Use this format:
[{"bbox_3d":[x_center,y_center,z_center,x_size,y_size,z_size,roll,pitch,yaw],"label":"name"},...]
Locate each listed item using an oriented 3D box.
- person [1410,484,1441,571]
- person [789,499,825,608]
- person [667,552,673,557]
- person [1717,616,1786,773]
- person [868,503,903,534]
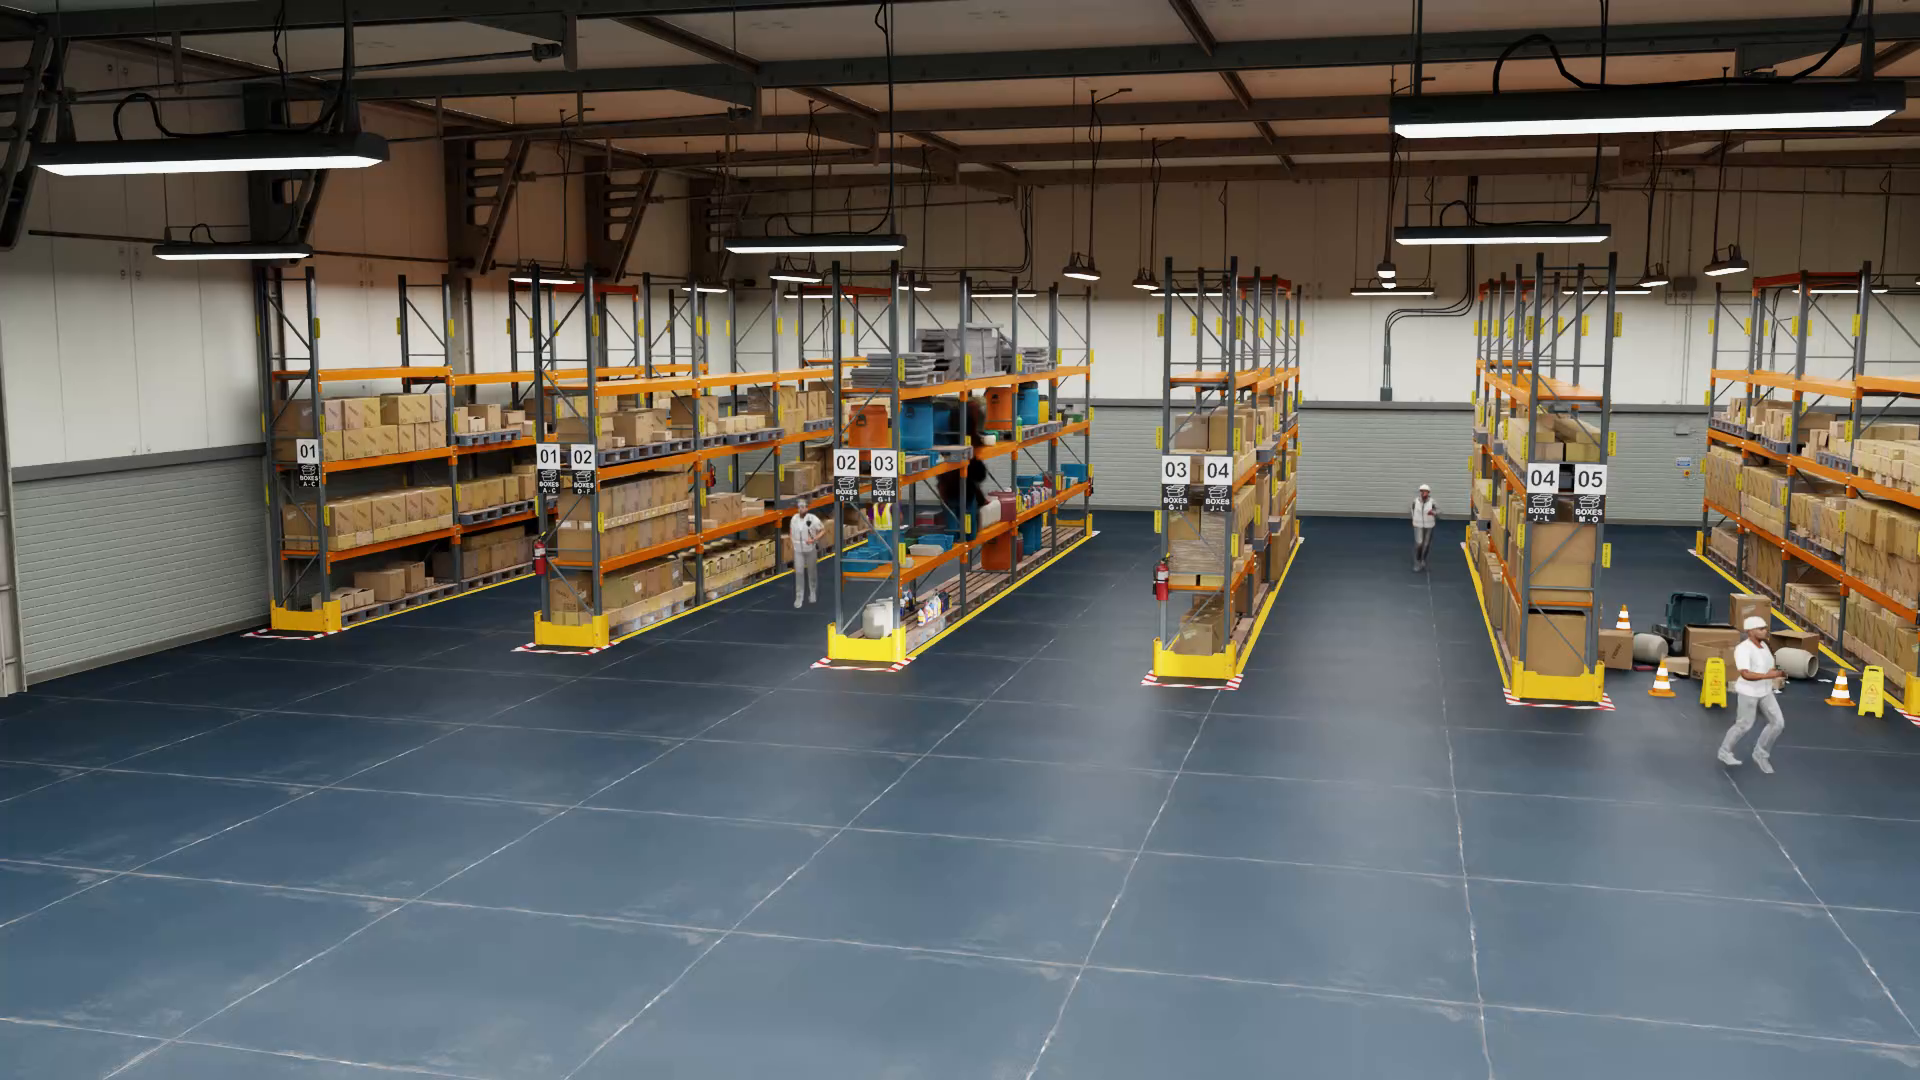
[{"bbox_3d":[9.678,-0.246,34.633,0.625,1.838,0.763,2,8,16],"label":"person"},{"bbox_3d":[-2.650,0.202,28.777,0.675,1.869,0.730,1,7,11],"label":"person"},{"bbox_3d":[-6.072,-0.206,34.520,0.655,1.674,0.598,1,7,7],"label":"person"},{"bbox_3d":[8.994,1.760,18.797,0.684,1.816,0.731,-5,9,-32],"label":"person"},{"bbox_3d":[-1.548,-0.155,34.038,0.722,1.729,0.649,2,8,16],"label":"person"}]
